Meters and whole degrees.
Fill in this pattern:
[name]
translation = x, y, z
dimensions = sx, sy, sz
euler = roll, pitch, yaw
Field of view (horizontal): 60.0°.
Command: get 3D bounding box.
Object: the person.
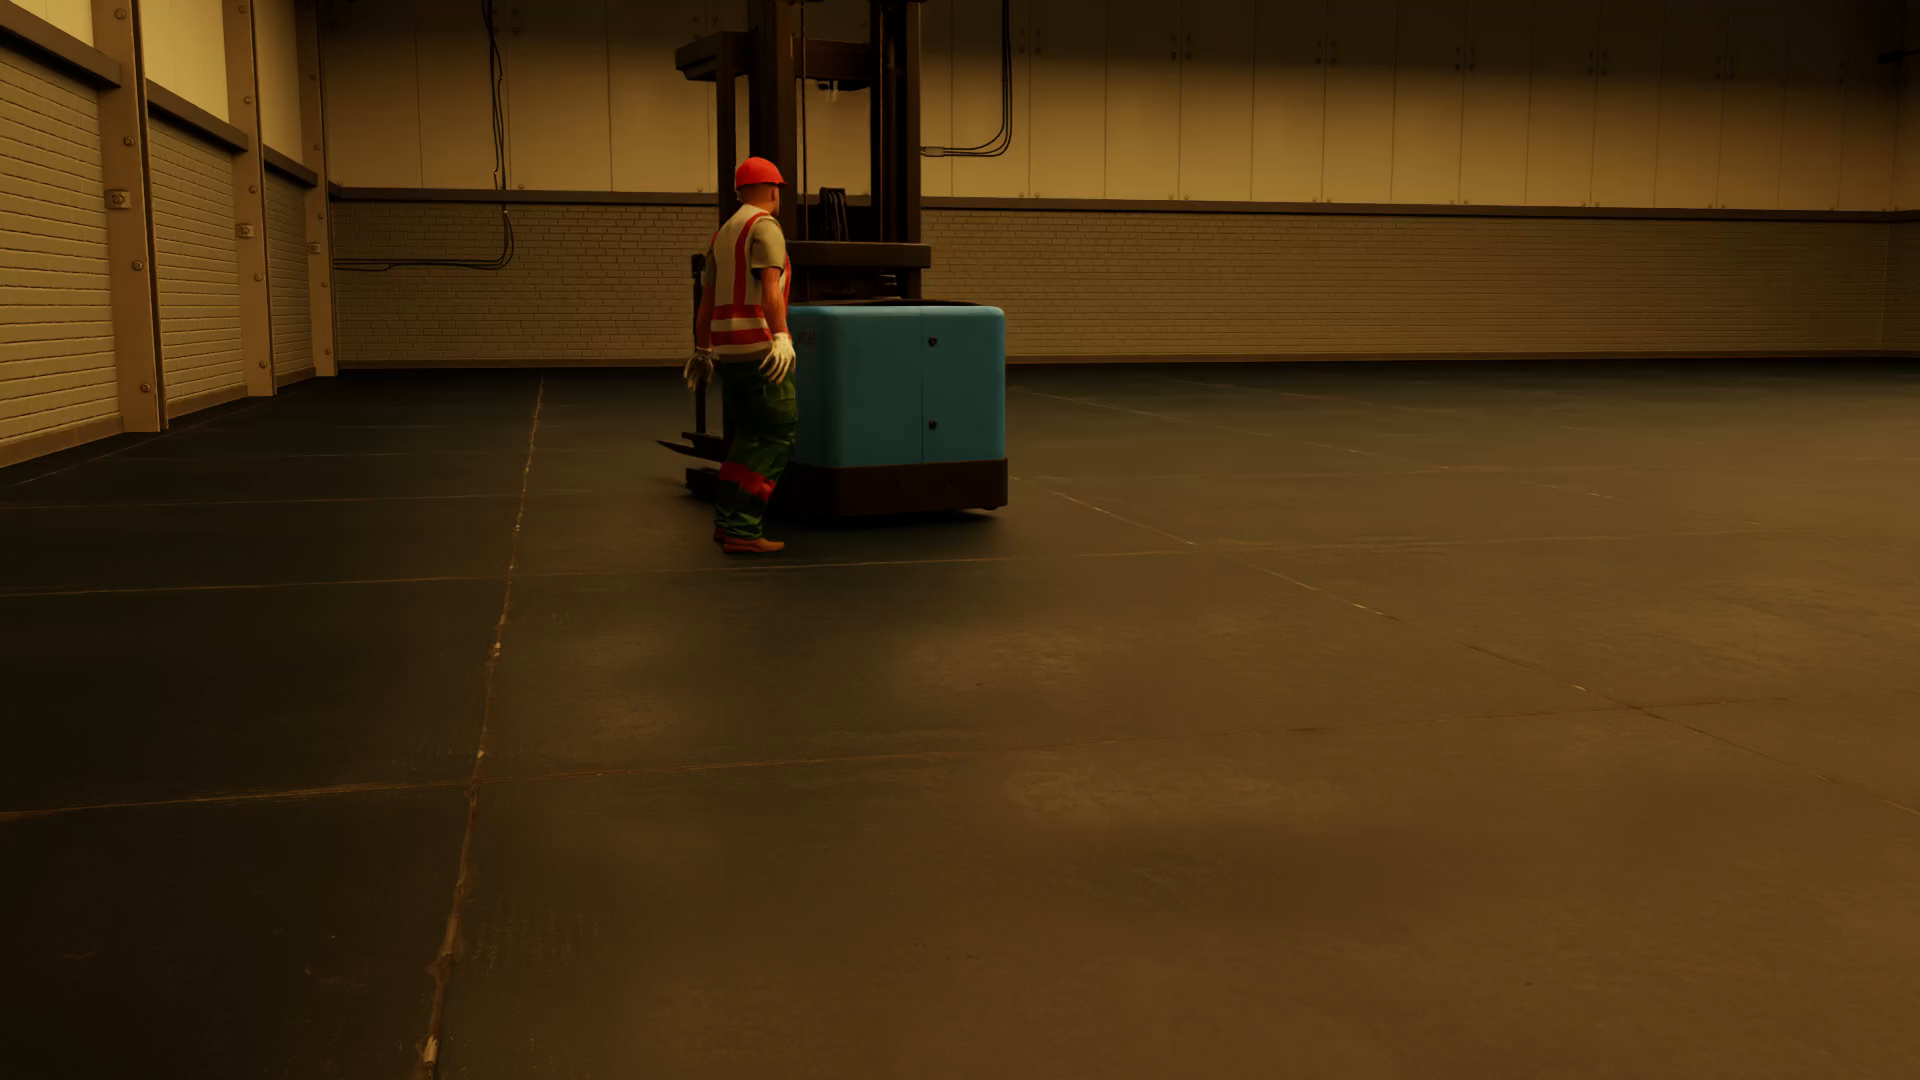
[person]
translation = -0.917, -0.823, 7.416
dimensions = 0.460, 1.750, 0.885
euler = -5, 10, -33

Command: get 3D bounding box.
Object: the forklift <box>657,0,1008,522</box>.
[forklift]
translation = -0.909, -1.703, 9.300
dimensions = 1.130, 2.935, 3.031
euler = -4, 9, -29
